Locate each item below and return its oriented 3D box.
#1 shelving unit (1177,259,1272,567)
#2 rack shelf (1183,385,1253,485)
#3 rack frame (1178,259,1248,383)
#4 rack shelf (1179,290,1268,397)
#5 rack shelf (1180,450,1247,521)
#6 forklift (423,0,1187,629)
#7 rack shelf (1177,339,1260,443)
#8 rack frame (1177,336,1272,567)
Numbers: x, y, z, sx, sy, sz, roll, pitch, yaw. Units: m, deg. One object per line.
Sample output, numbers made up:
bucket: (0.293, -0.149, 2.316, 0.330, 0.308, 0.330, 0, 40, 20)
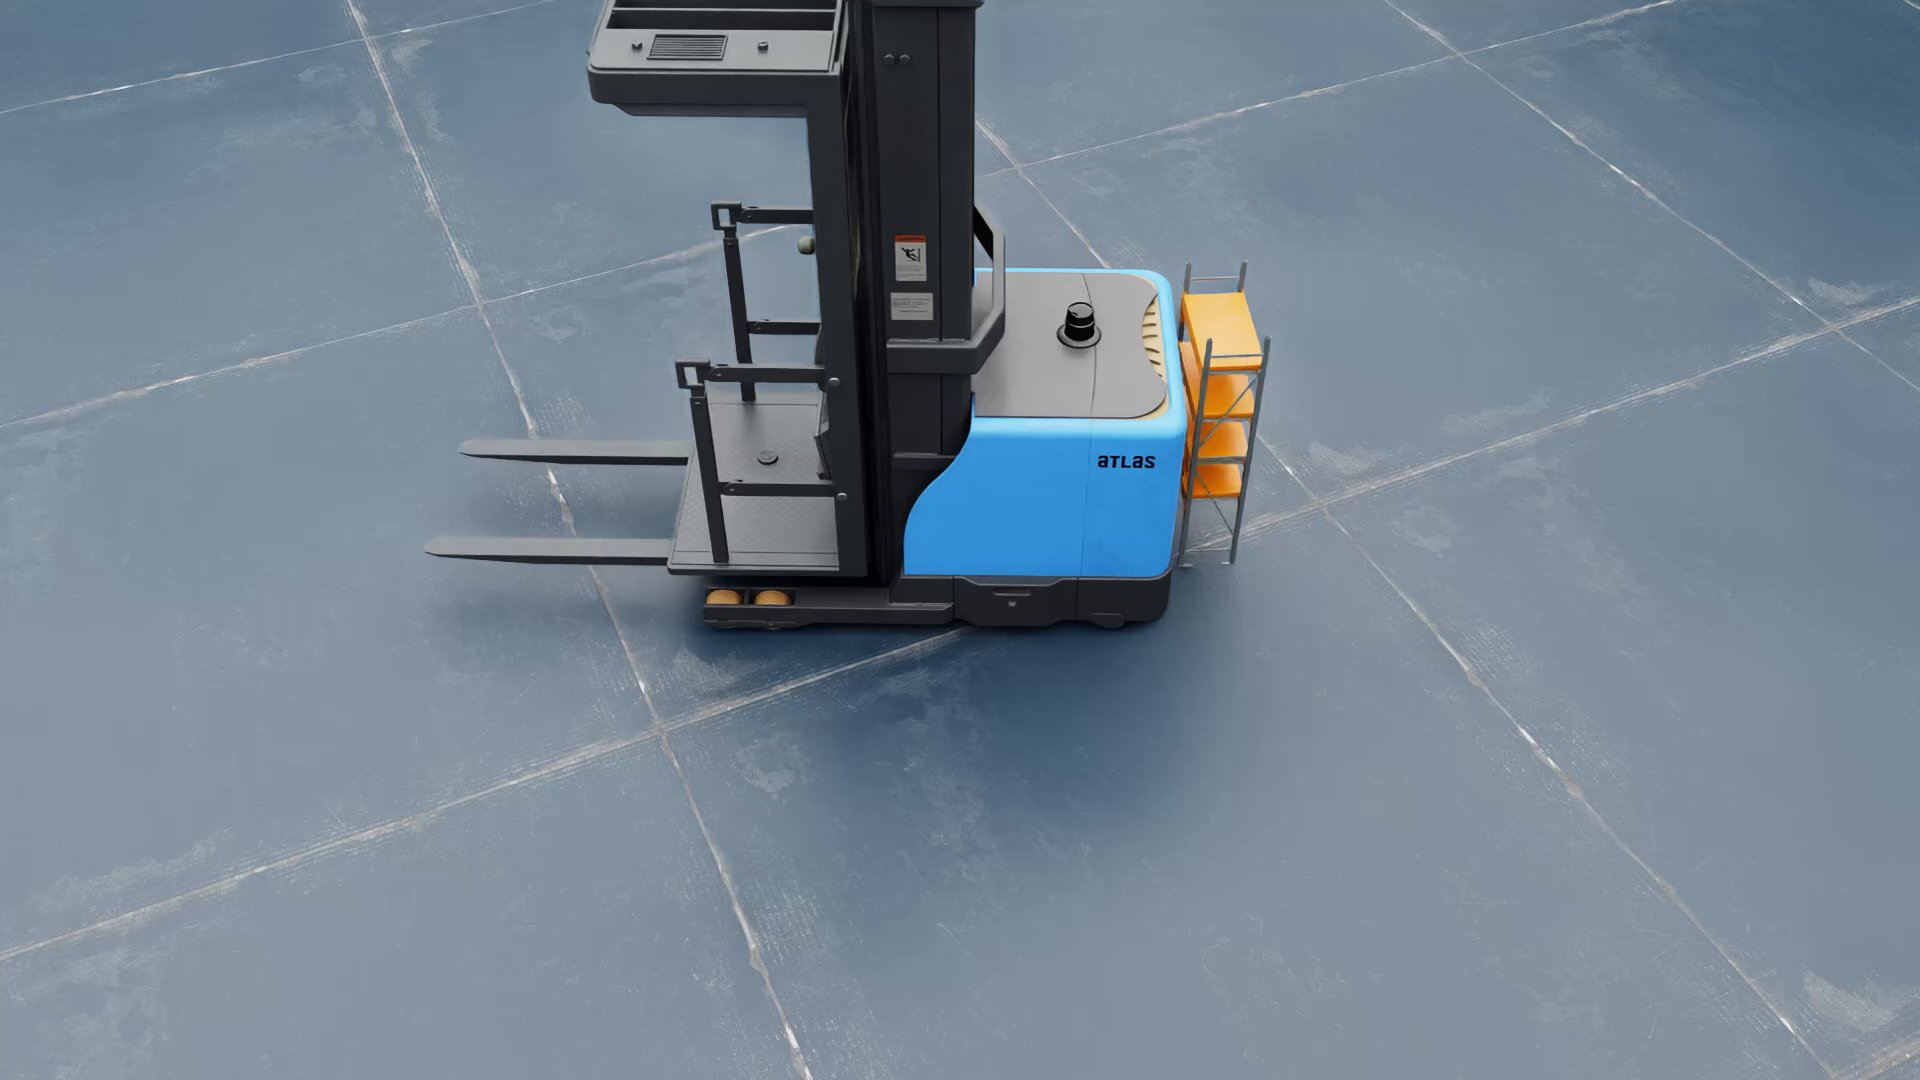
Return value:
shelving unit: (1.022, -0.493, 6.764, 0.258, 1.200, 0.503, -2, 45, -2)
rack shelf: (1.022, -0.445, 6.811, 0.258, 0.148, 0.480, -2, 45, -2)
rack frame: (1.007, -0.664, 6.938, 0.240, 1.200, 0.015, -2, 45, -2)
rack shelf: (1.022, -0.773, 6.488, 0.258, 0.148, 0.480, -2, 45, -2)
rack shelf: (1.022, -0.304, 6.951, 0.258, 0.148, 0.480, -2, 45, -2)
forklift: (-0.662, -1.052, 6.098, 3.031, 2.935, 1.130, 1, 45, 1)
rack shelf: (1.022, -0.604, 6.654, 0.258, 0.148, 0.480, -2, 45, -2)
rack frame: (1.037, -0.322, 6.591, 0.240, 1.200, 0.015, -2, 45, -2)
